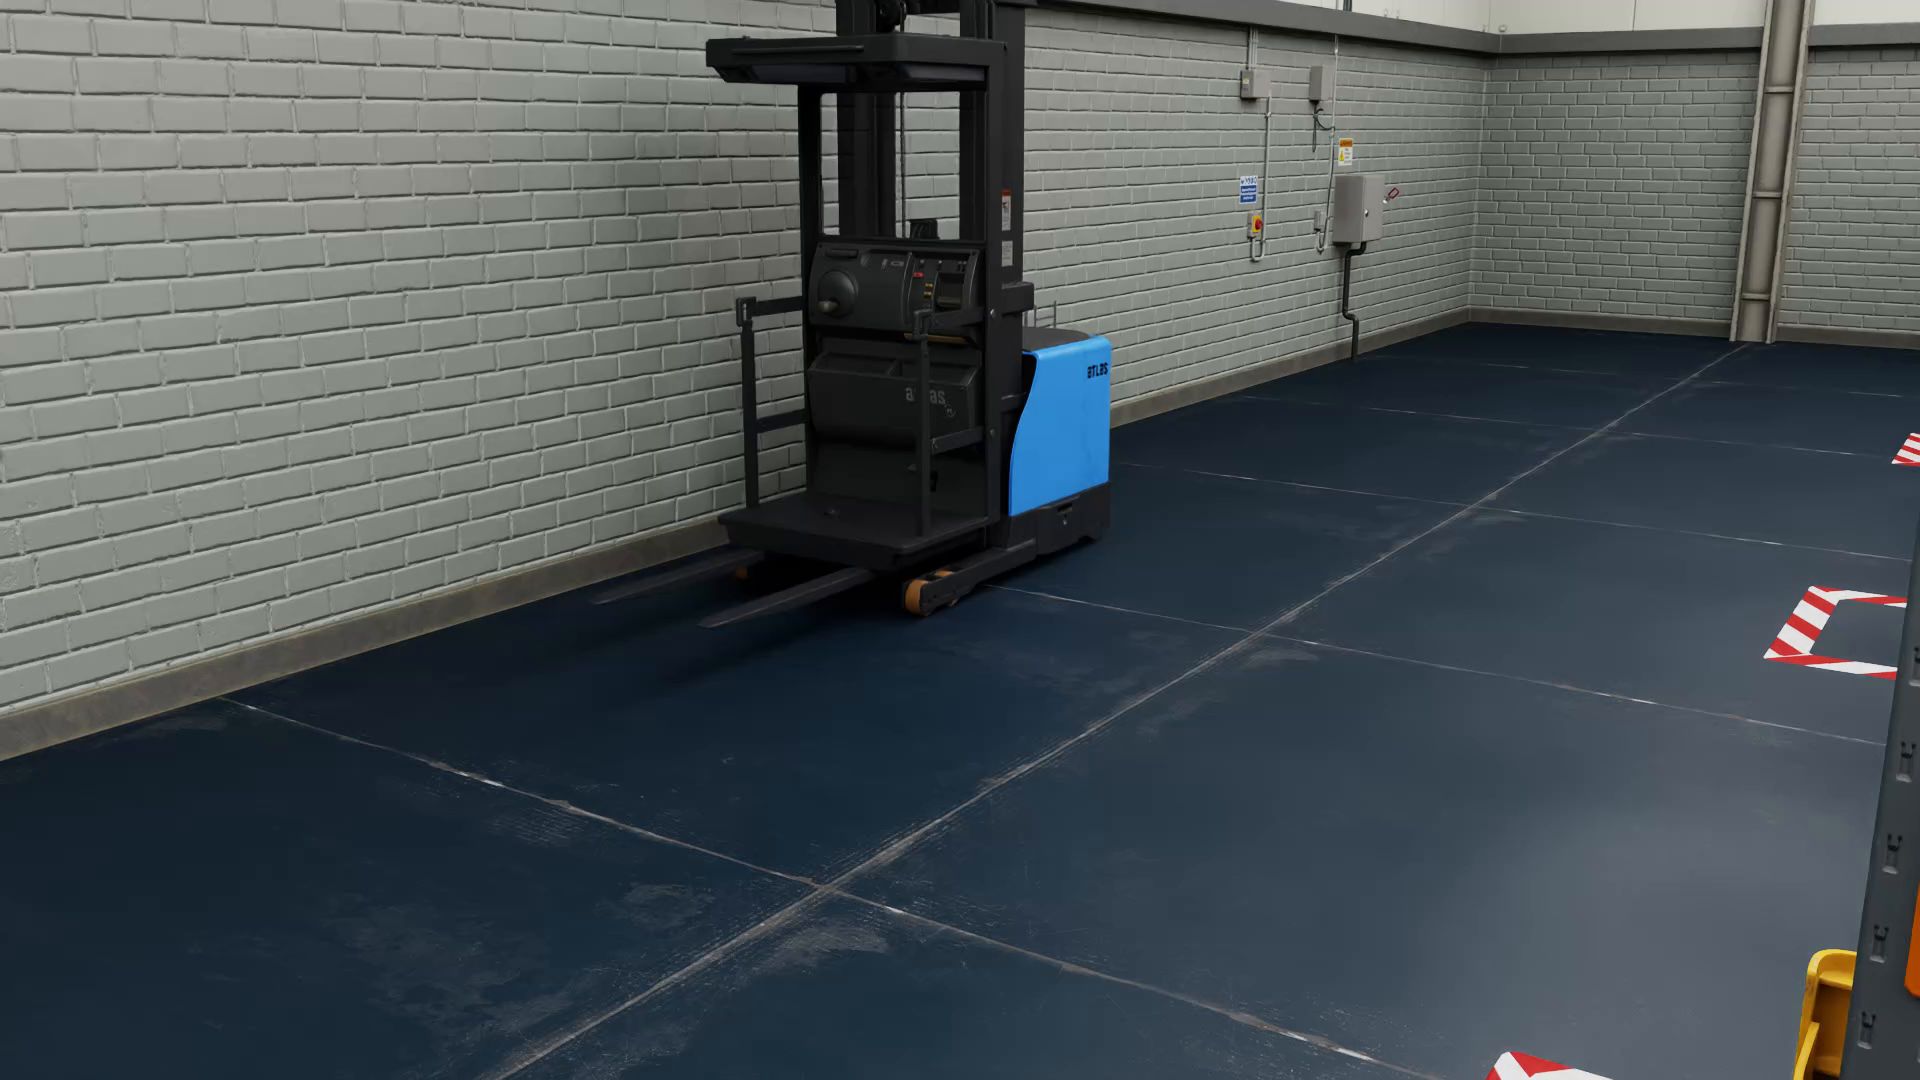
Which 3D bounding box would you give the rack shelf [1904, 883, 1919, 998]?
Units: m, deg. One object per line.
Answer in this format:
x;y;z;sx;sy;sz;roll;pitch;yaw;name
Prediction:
3.253;0.616;1.591;4.000;0.370;1.077;9;17;33;rack shelf

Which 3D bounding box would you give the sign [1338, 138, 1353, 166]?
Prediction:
3.523;-3.546;15.187;0.001;0.242;0.339;9;17;33;sign

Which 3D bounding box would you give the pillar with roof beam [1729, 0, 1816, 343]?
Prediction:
5.755;-5.563;12.568;0.400;9.000;9.100;9;17;33;pillar with roof beam

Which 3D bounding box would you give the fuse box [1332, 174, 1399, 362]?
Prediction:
3.726;-2.503;15.374;0.414;1.711;0.539;9;17;33;fuse box

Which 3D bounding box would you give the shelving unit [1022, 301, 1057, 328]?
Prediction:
0.387;-0.718;9.226;0.189;1.200;0.258;9;16;31;shelving unit

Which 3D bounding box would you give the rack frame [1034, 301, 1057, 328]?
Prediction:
0.465;-0.706;9.179;0.006;1.200;0.240;9;16;31;rack frame

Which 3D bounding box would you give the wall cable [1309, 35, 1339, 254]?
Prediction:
3.214;-3.507;14.633;0.122;1.984;0.588;9;17;33;wall cable

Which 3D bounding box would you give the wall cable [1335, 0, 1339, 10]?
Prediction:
2.669;-5.746;13.308;0.029;3.000;2.355;9;17;33;wall cable

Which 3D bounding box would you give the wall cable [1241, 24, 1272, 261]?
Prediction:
2.432;-3.238;13.480;0.123;1.953;0.585;9;17;33;wall cable

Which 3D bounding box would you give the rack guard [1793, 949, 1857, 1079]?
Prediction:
1.574;1.208;2.901;0.348;0.500;1.175;9;17;33;rack guard

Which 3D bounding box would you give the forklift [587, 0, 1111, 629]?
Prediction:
-0.430;-1.210;7.613;1.130;2.935;3.031;9;17;32;forklift

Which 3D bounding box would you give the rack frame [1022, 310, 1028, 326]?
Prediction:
0.310;-0.730;9.273;0.006;1.200;0.240;9;16;31;rack frame

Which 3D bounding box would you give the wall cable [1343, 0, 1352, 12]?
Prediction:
4.255;-6.315;15.527;0.133;3.039;2.988;9;17;33;wall cable

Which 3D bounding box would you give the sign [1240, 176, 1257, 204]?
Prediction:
2.355;-2.859;13.568;0.001;0.218;0.327;9;17;33;sign
